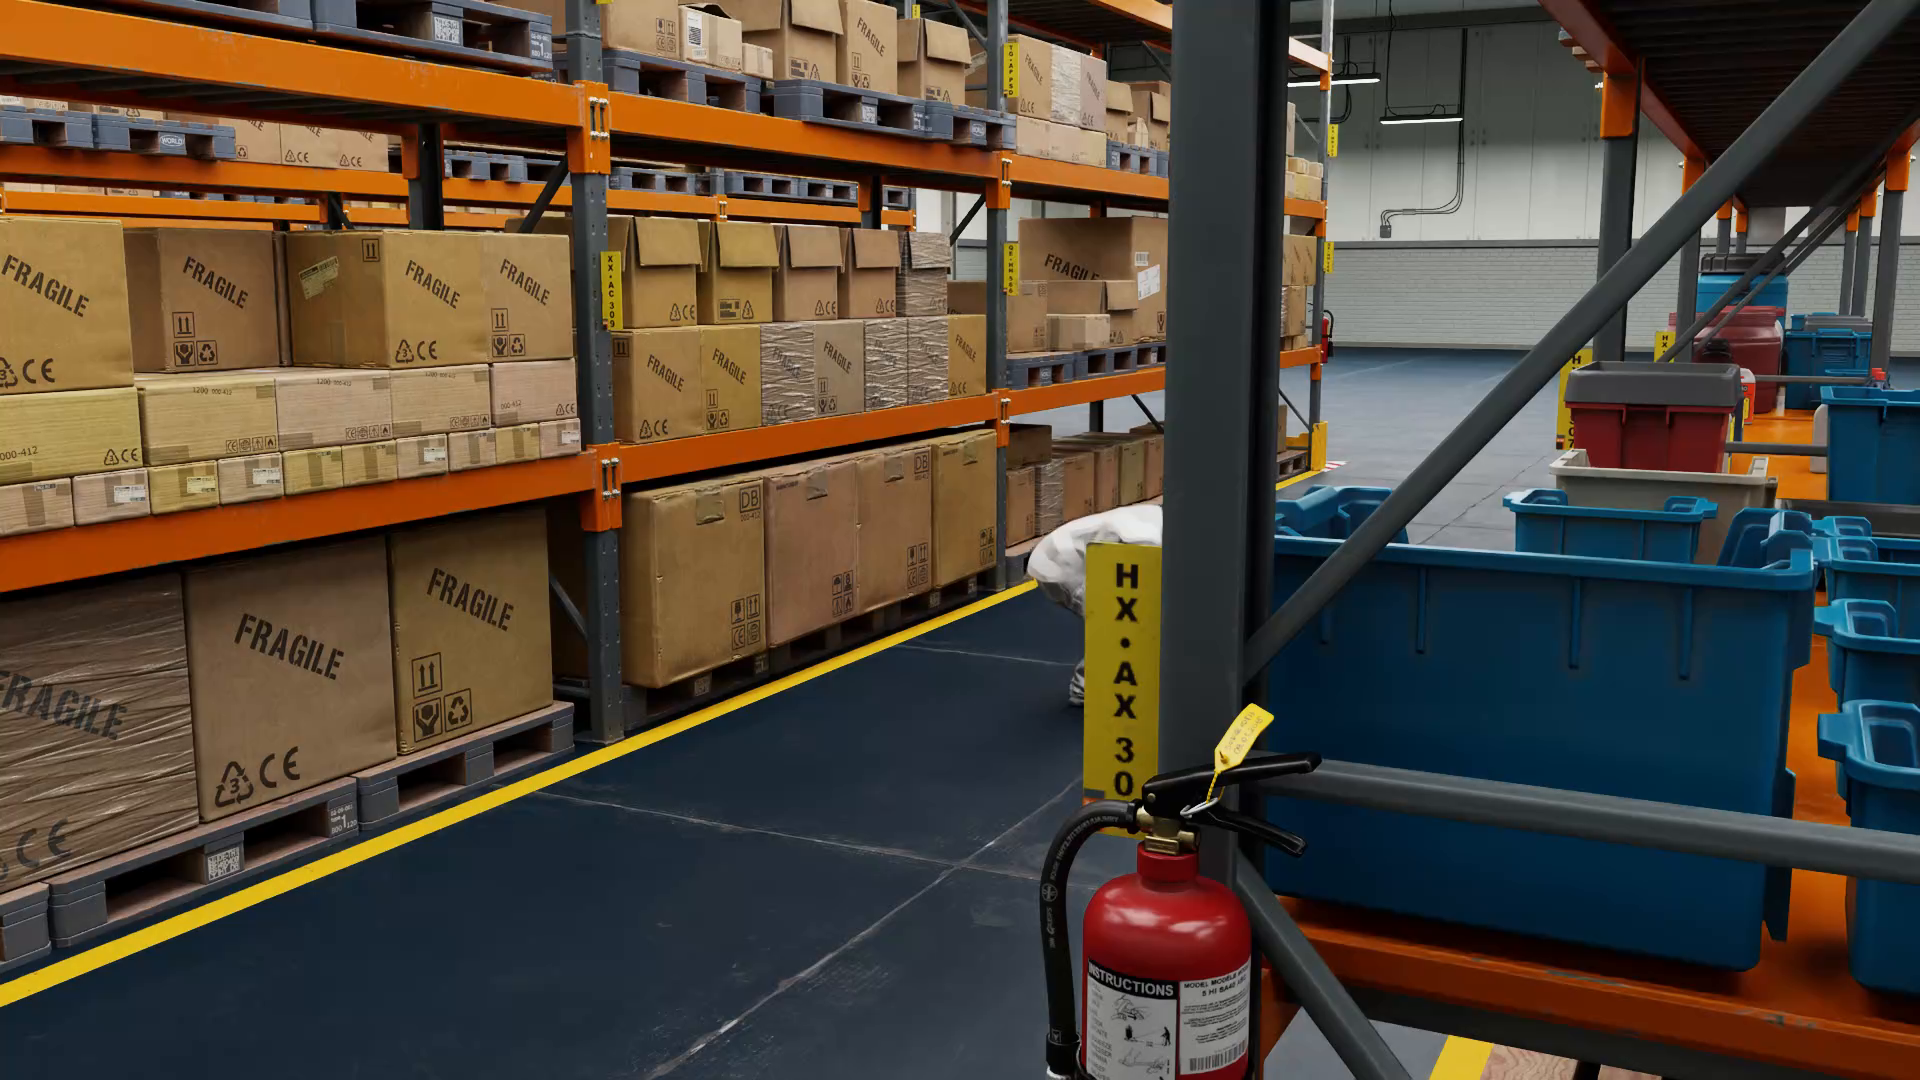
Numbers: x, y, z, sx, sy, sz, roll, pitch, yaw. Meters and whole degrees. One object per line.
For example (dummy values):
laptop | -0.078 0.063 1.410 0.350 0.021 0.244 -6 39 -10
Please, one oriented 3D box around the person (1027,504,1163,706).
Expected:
person | 0.811 0.298 7.955 0.960 0.993 0.540 4 10 24
